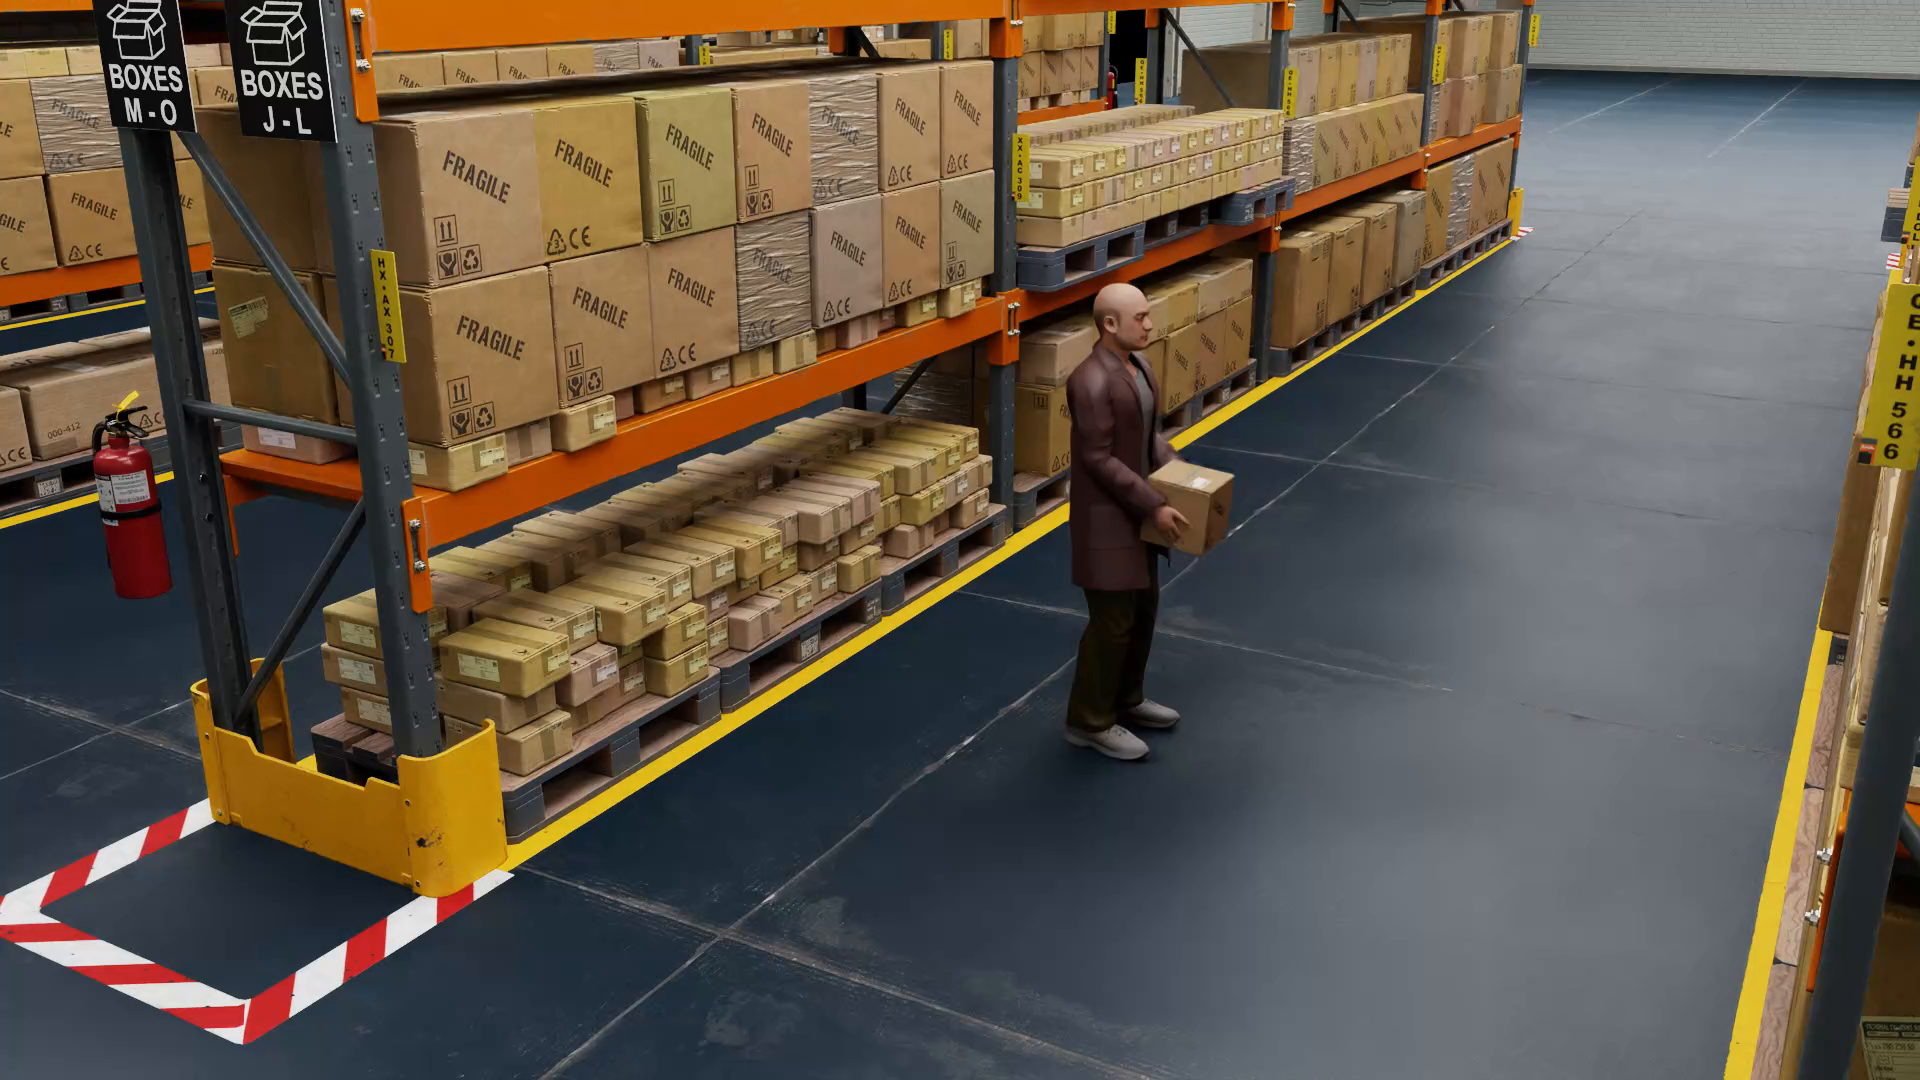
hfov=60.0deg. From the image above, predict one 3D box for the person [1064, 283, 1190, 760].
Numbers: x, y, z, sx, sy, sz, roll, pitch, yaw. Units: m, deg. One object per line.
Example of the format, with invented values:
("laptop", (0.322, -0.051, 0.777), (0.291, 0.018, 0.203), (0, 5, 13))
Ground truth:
("person", (0.675, -0.071, 6.281), (0.508, 1.782, 0.563), (10, 22, 27))
